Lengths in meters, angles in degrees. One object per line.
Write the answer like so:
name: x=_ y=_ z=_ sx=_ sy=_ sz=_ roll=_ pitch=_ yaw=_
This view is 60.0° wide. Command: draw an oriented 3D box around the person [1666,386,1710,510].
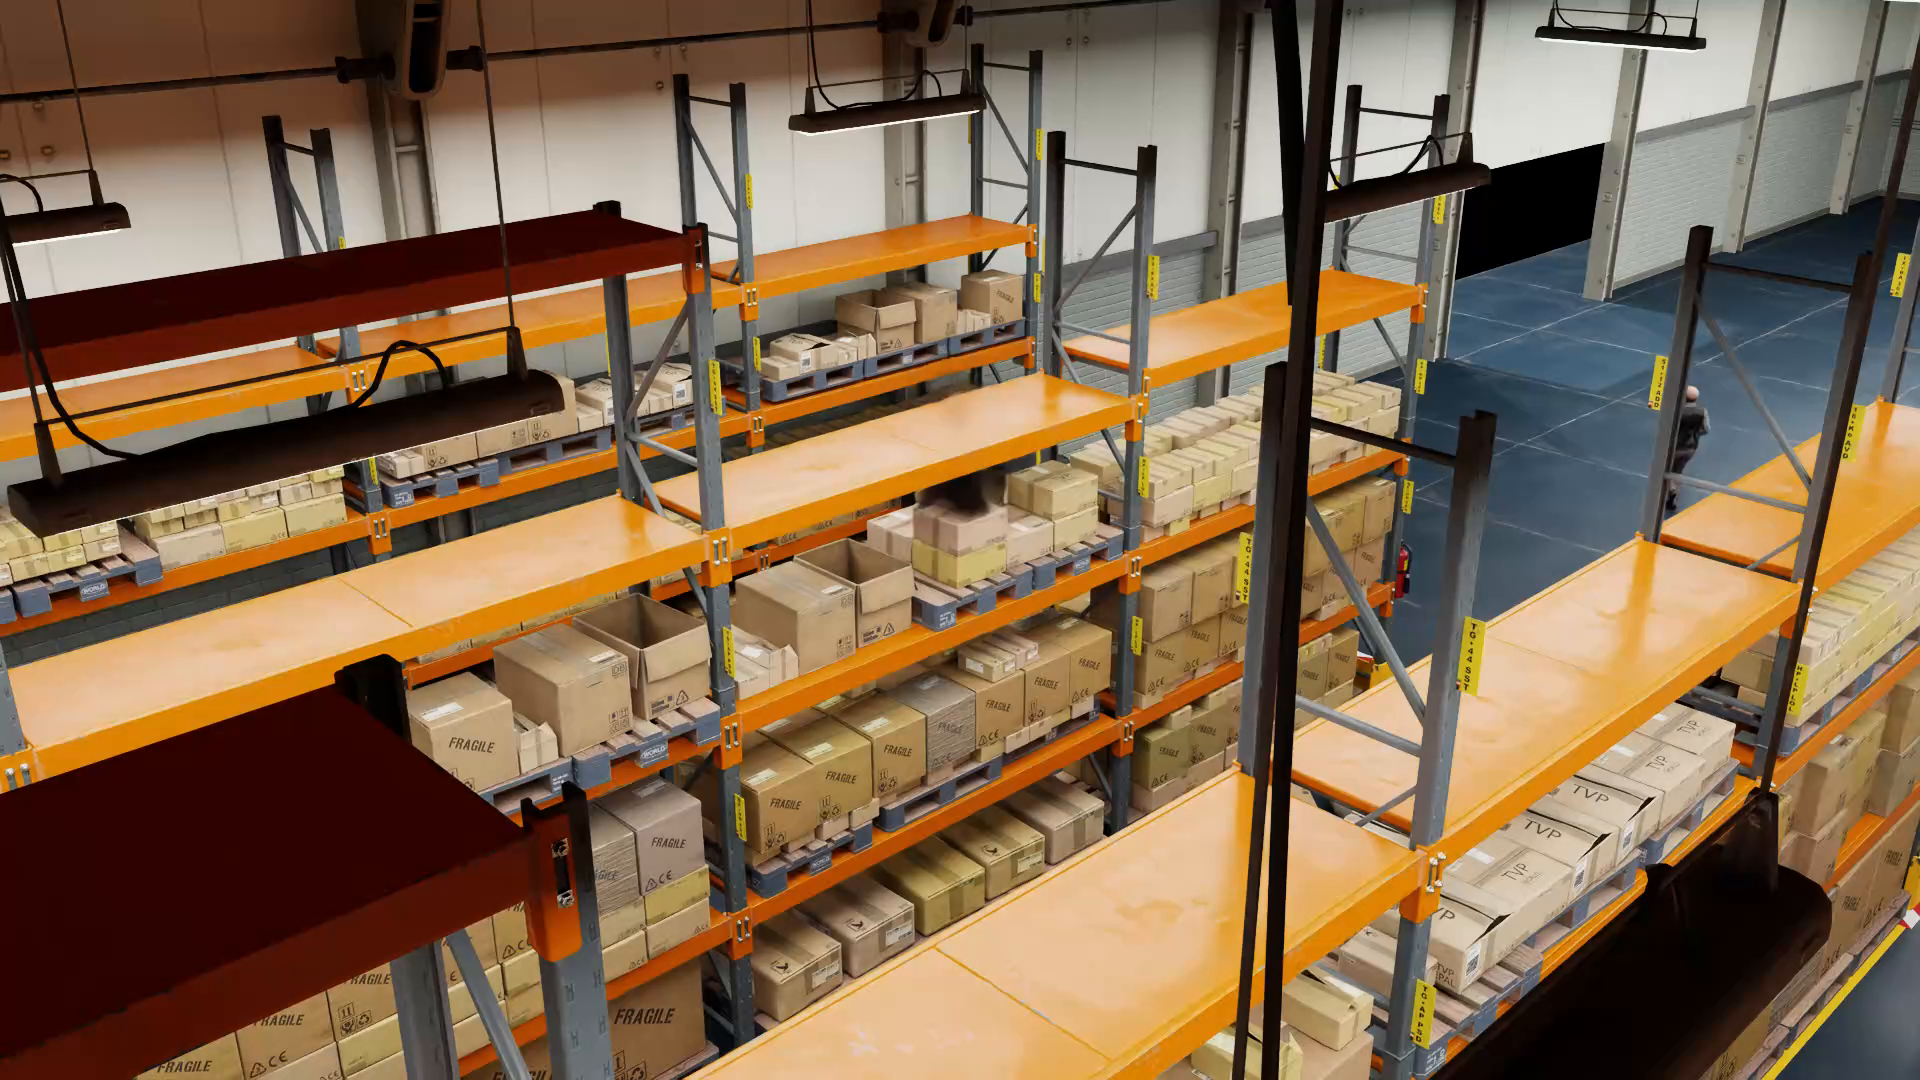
person: x=9.325 y=-1.204 z=21.575 sx=0.655 sy=1.673 sz=0.604 roll=-1 pitch=22 yaw=-2
